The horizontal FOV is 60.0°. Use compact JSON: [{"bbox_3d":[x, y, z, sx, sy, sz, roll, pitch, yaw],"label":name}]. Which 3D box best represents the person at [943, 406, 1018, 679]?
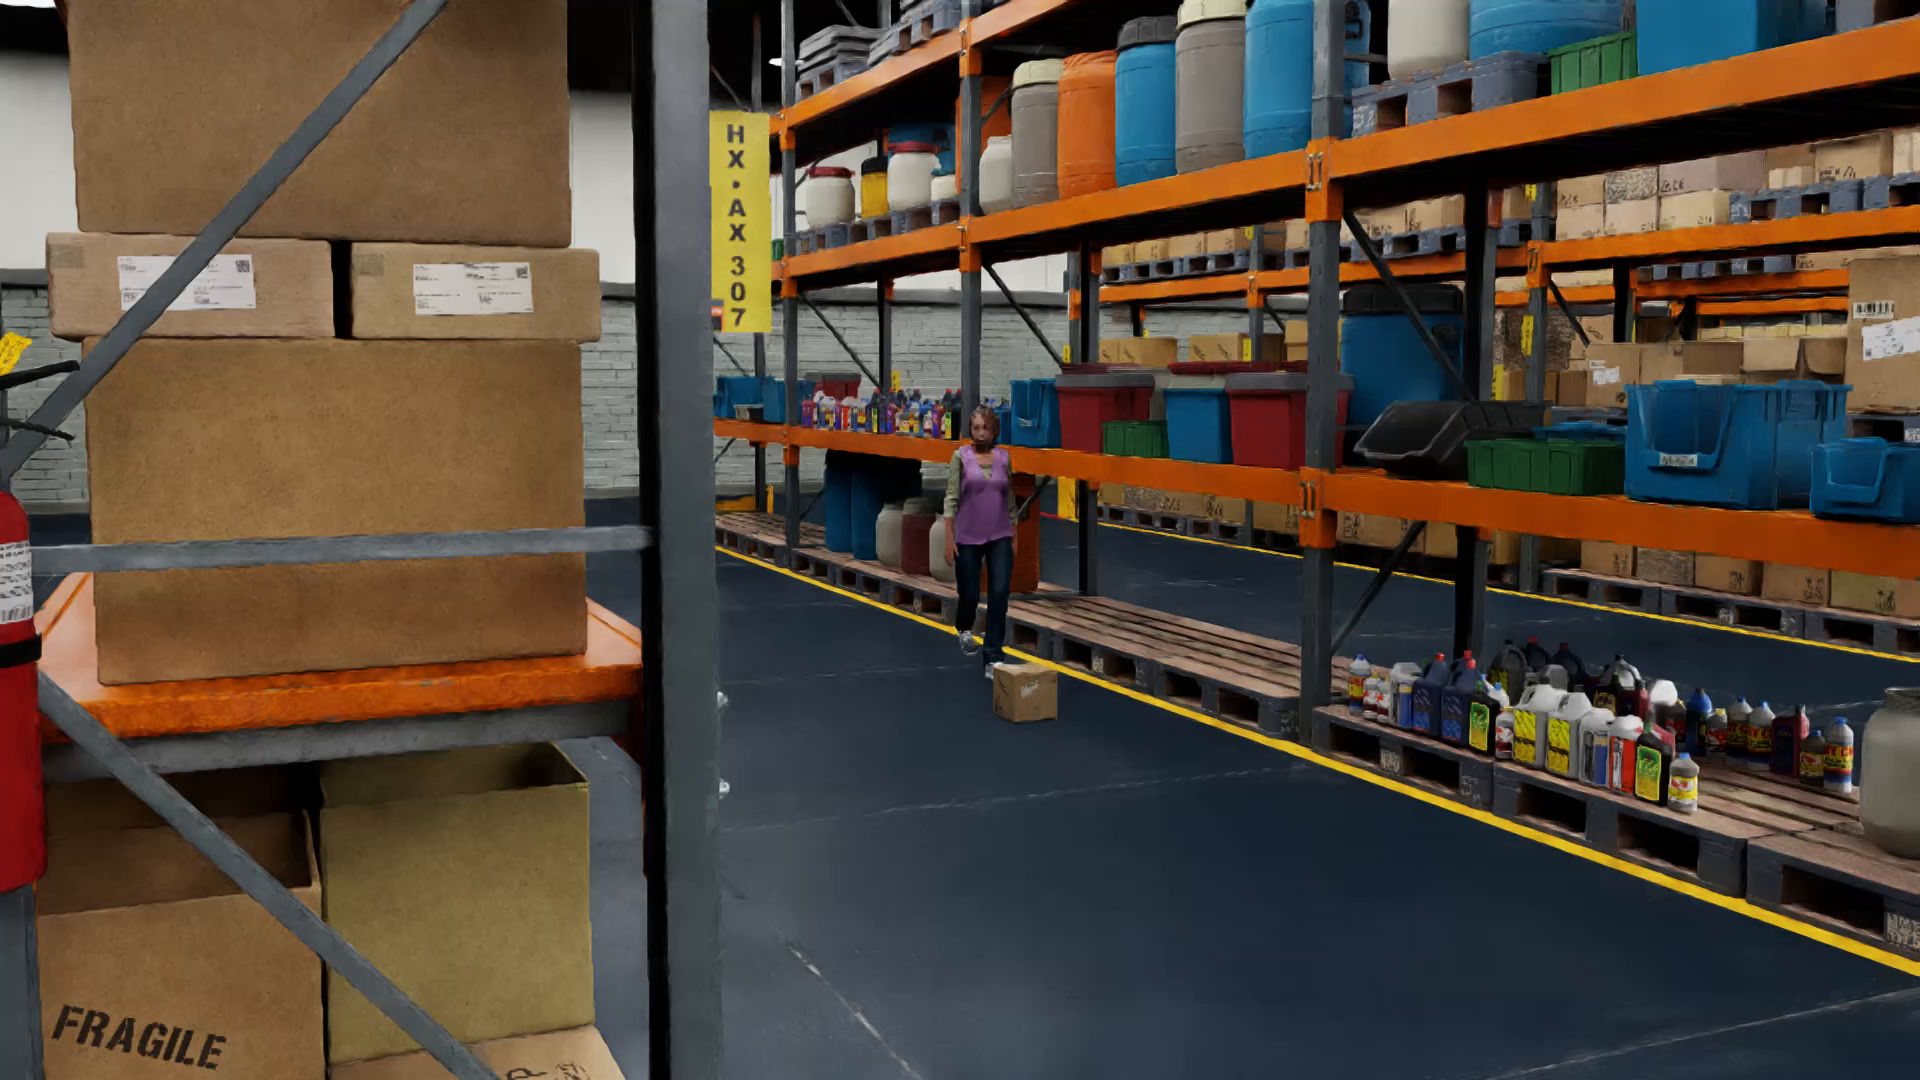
[{"bbox_3d":[0.121,-0.005,9.726,0.467,1.561,0.797,-1,6,-11],"label":"person"}]
